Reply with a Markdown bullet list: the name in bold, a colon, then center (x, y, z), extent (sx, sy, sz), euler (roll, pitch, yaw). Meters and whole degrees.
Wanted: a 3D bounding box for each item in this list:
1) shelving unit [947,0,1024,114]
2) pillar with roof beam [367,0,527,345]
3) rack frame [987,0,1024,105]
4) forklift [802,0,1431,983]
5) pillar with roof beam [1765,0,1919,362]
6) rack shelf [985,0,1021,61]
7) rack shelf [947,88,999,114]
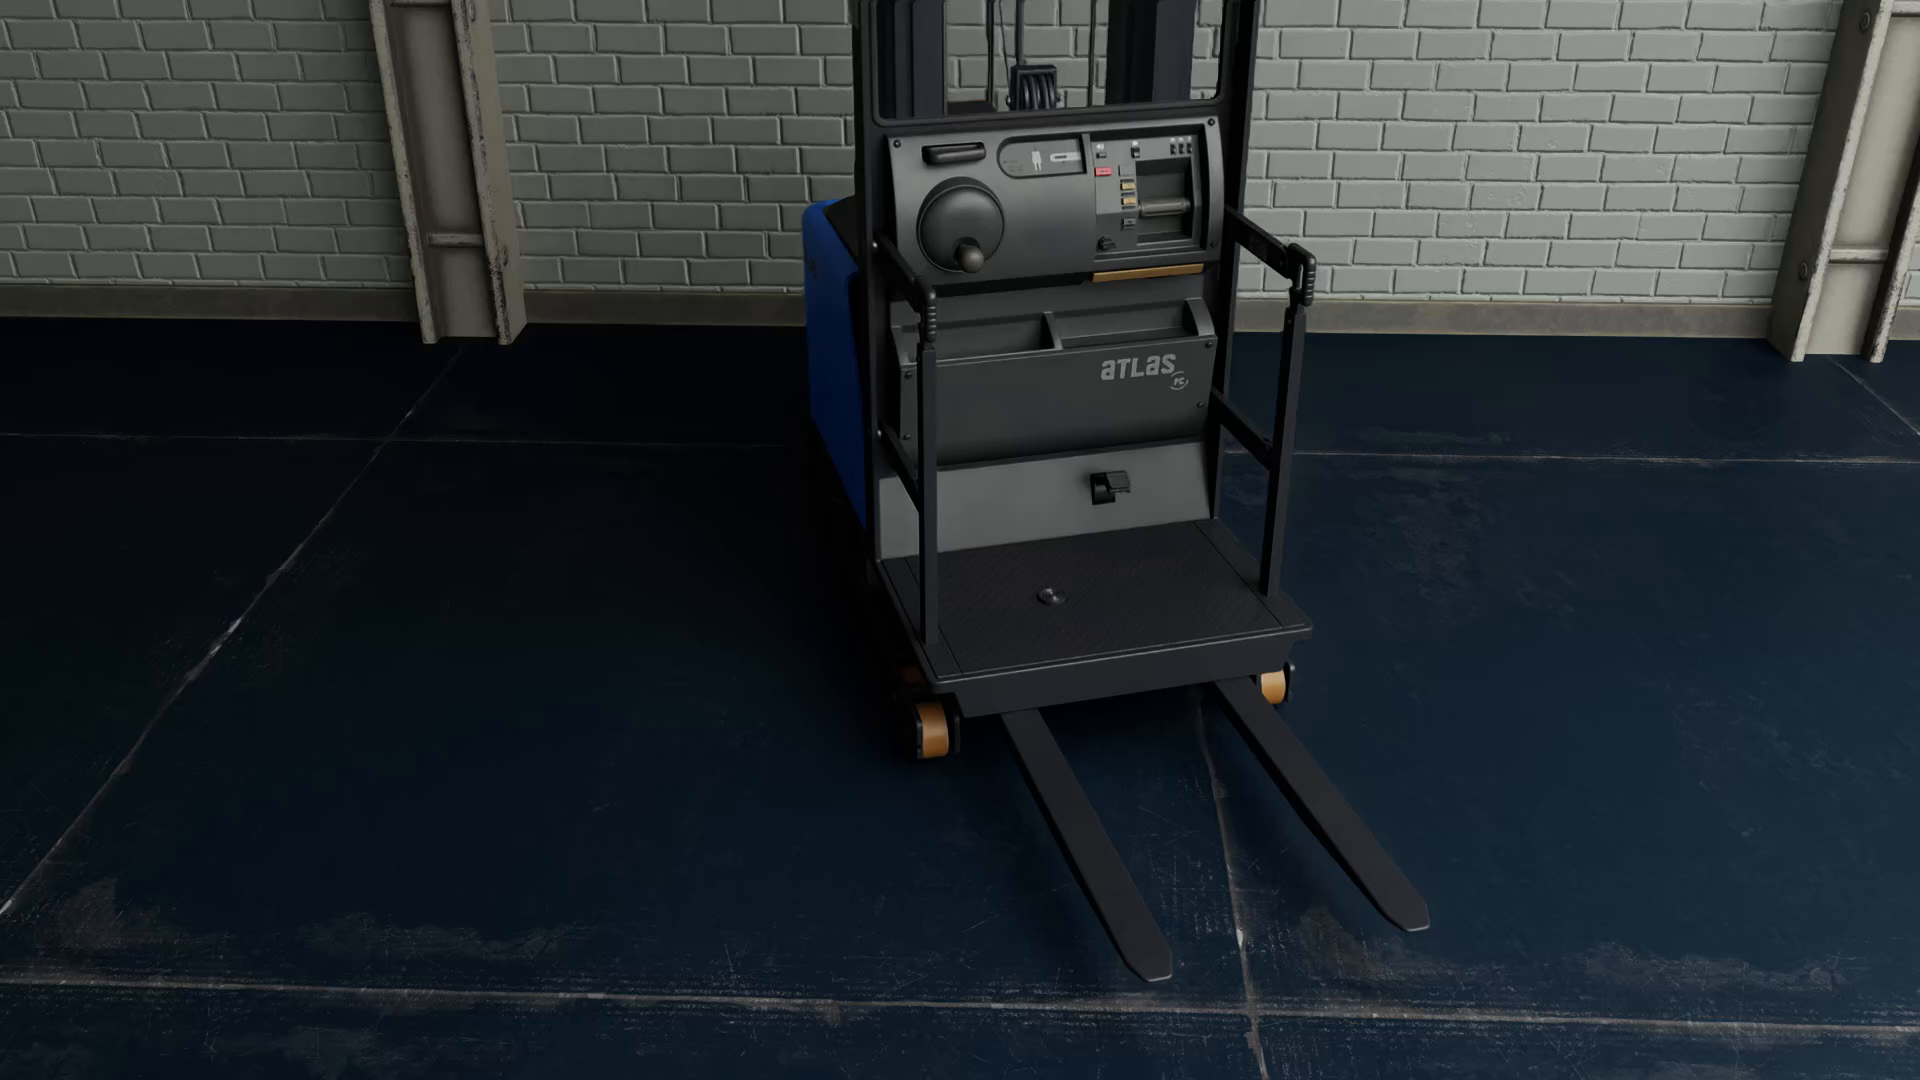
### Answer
- **shelving unit**: center (-0.079, -1.325, 6.008), extent (0.503, 2.100, 0.431), euler (-7, 29, -13)
- **pillar with roof beam**: center (-2.343, -2.905, 1.623), extent (0.400, 9.000, 9.100), euler (1, 28, 2)
- **rack frame**: center (0.157, -1.355, 6.064), extent (0.015, 2.100, 0.400), euler (-7, 29, -13)
- **forklift**: center (0.325, -0.889, 4.298), extent (1.130, 2.935, 3.031), euler (-7, 29, -13)
- **pillar with roof beam**: center (3.654, -2.806, 1.435), extent (0.400, 9.000, 9.100), euler (1, 28, 2)
- **rack shelf**: center (-0.079, -1.932, 5.686), extent (0.480, 0.518, 0.431), euler (-7, 29, -13)
- **rack shelf**: center (-0.079, -1.313, 6.014), extent (0.480, 0.518, 0.431), euler (-7, 29, -13)
